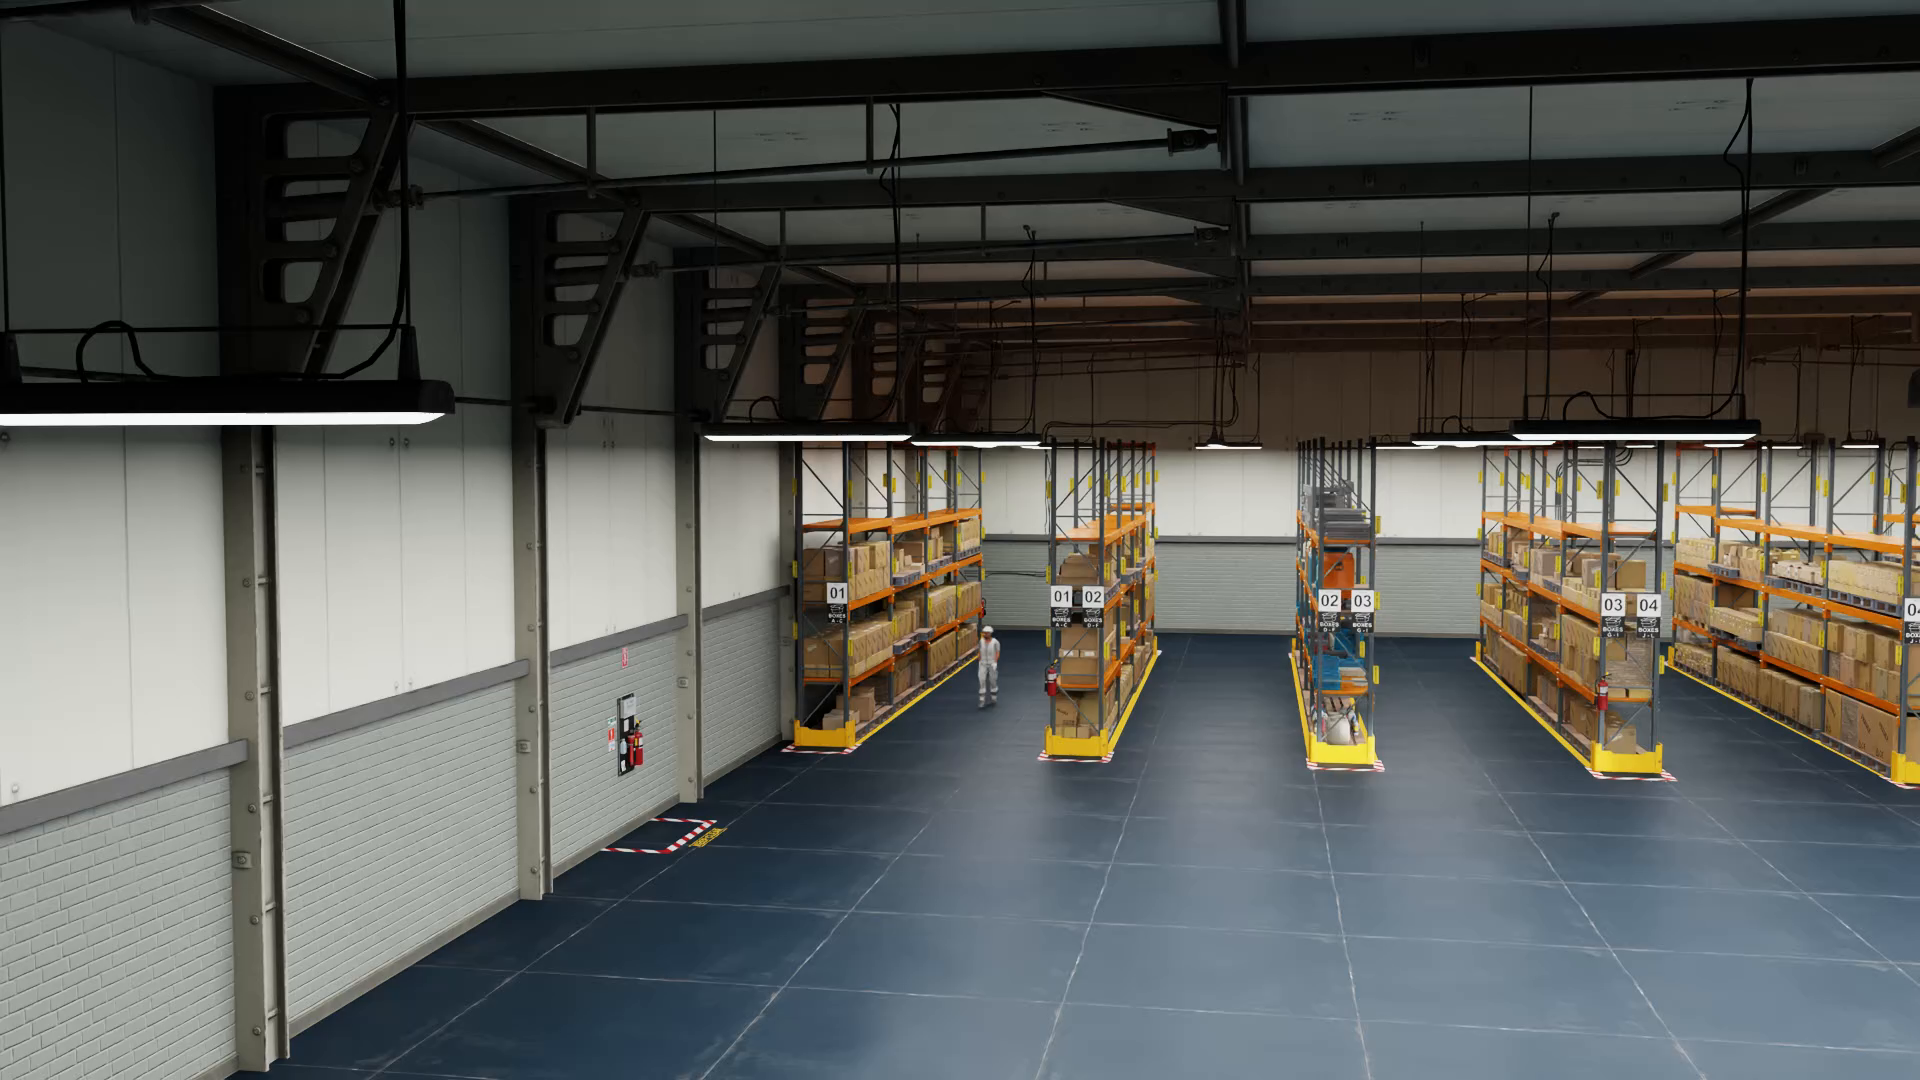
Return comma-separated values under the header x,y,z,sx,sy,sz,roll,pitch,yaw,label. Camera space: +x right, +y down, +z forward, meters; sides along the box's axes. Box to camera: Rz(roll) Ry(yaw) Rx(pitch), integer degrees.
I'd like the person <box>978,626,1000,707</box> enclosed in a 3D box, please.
x,y,z,sx,sy,sz,roll,pitch,yaw,label
0.623,2.842,37.577,0.545,1.780,0.823,1,3,18,person

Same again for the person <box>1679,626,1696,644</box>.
x,y,z,sx,sy,sz,roll,pitch,yaw,label
20.266,2.409,46.209,0.791,1.697,0.546,-1,3,-22,person
